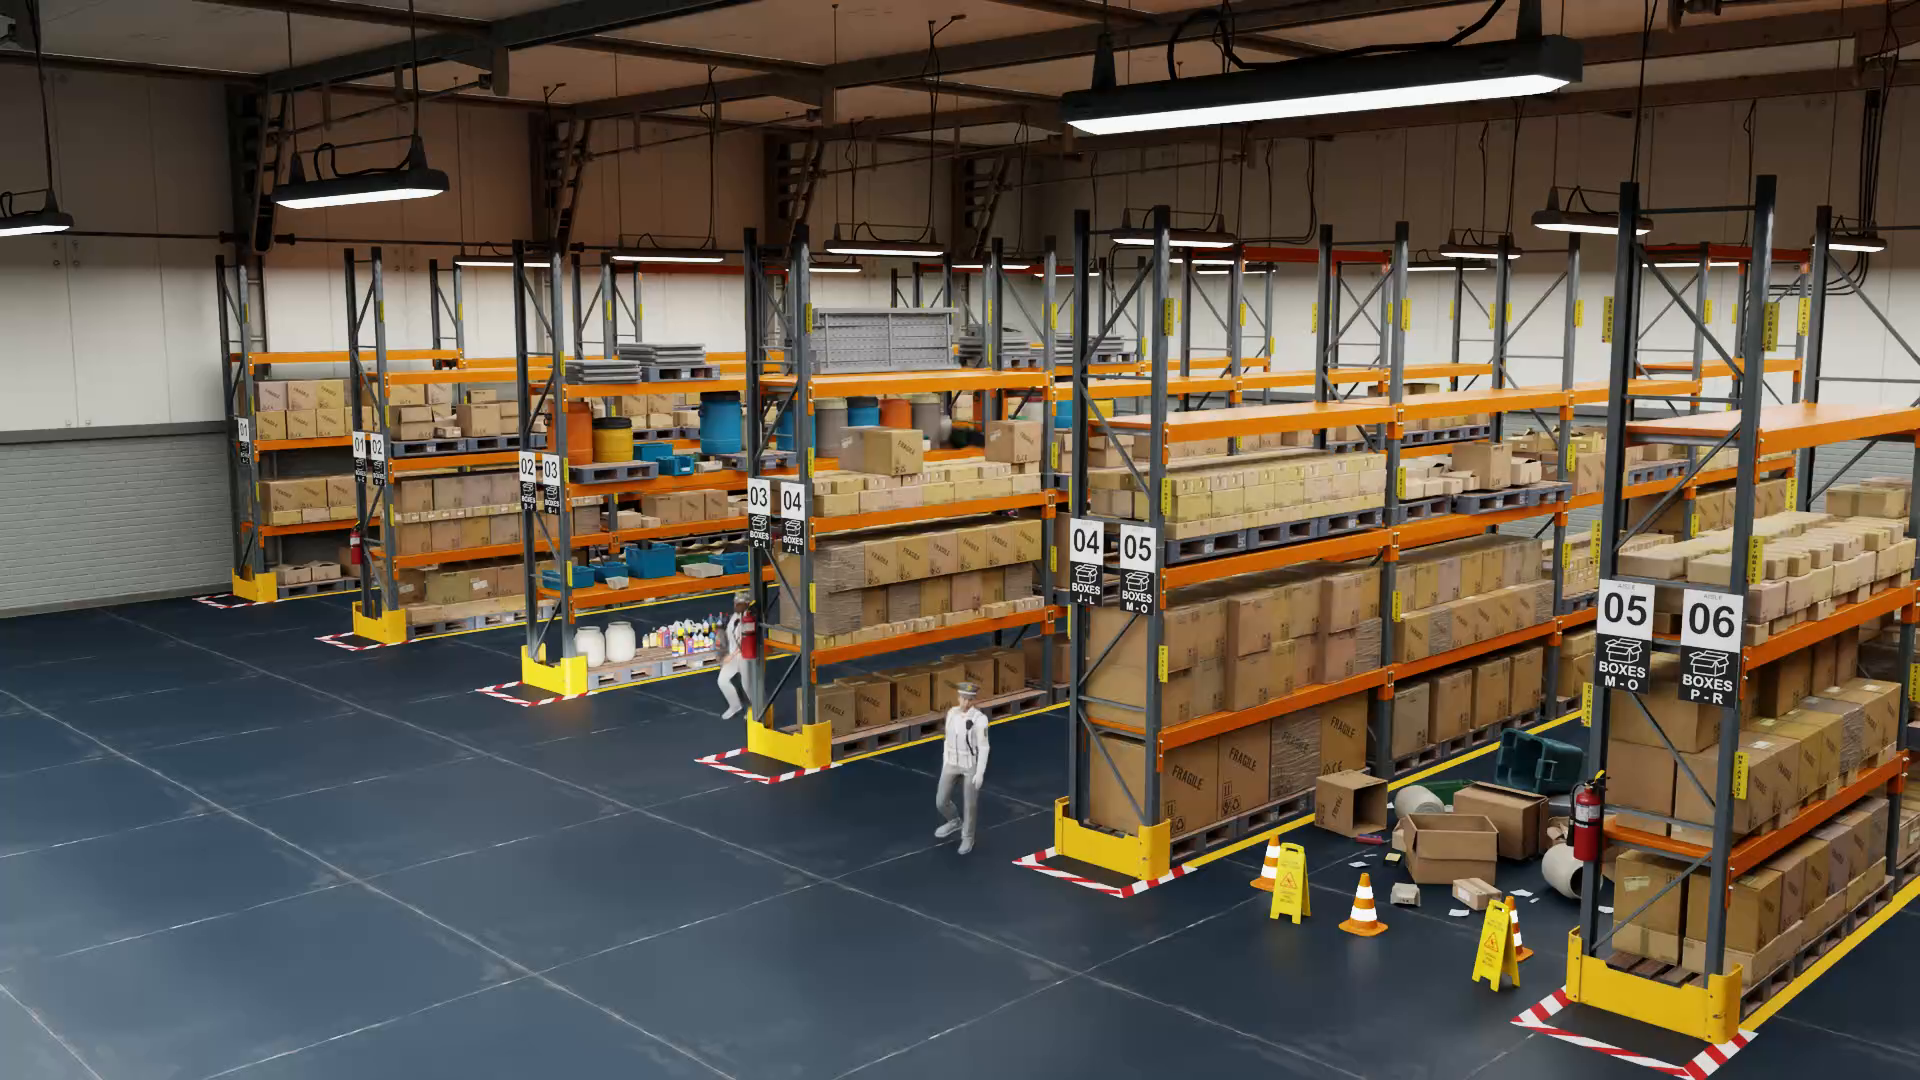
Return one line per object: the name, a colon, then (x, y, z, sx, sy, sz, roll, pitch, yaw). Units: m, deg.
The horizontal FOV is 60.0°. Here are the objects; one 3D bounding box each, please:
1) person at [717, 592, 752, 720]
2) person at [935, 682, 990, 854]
person: (-2.711, 1.437, 20.485, 0.692, 1.640, 0.576, -7, 11, -40)
person: (0.014, 2.140, 15.704, 0.630, 1.684, 0.471, 4, 9, 26)
